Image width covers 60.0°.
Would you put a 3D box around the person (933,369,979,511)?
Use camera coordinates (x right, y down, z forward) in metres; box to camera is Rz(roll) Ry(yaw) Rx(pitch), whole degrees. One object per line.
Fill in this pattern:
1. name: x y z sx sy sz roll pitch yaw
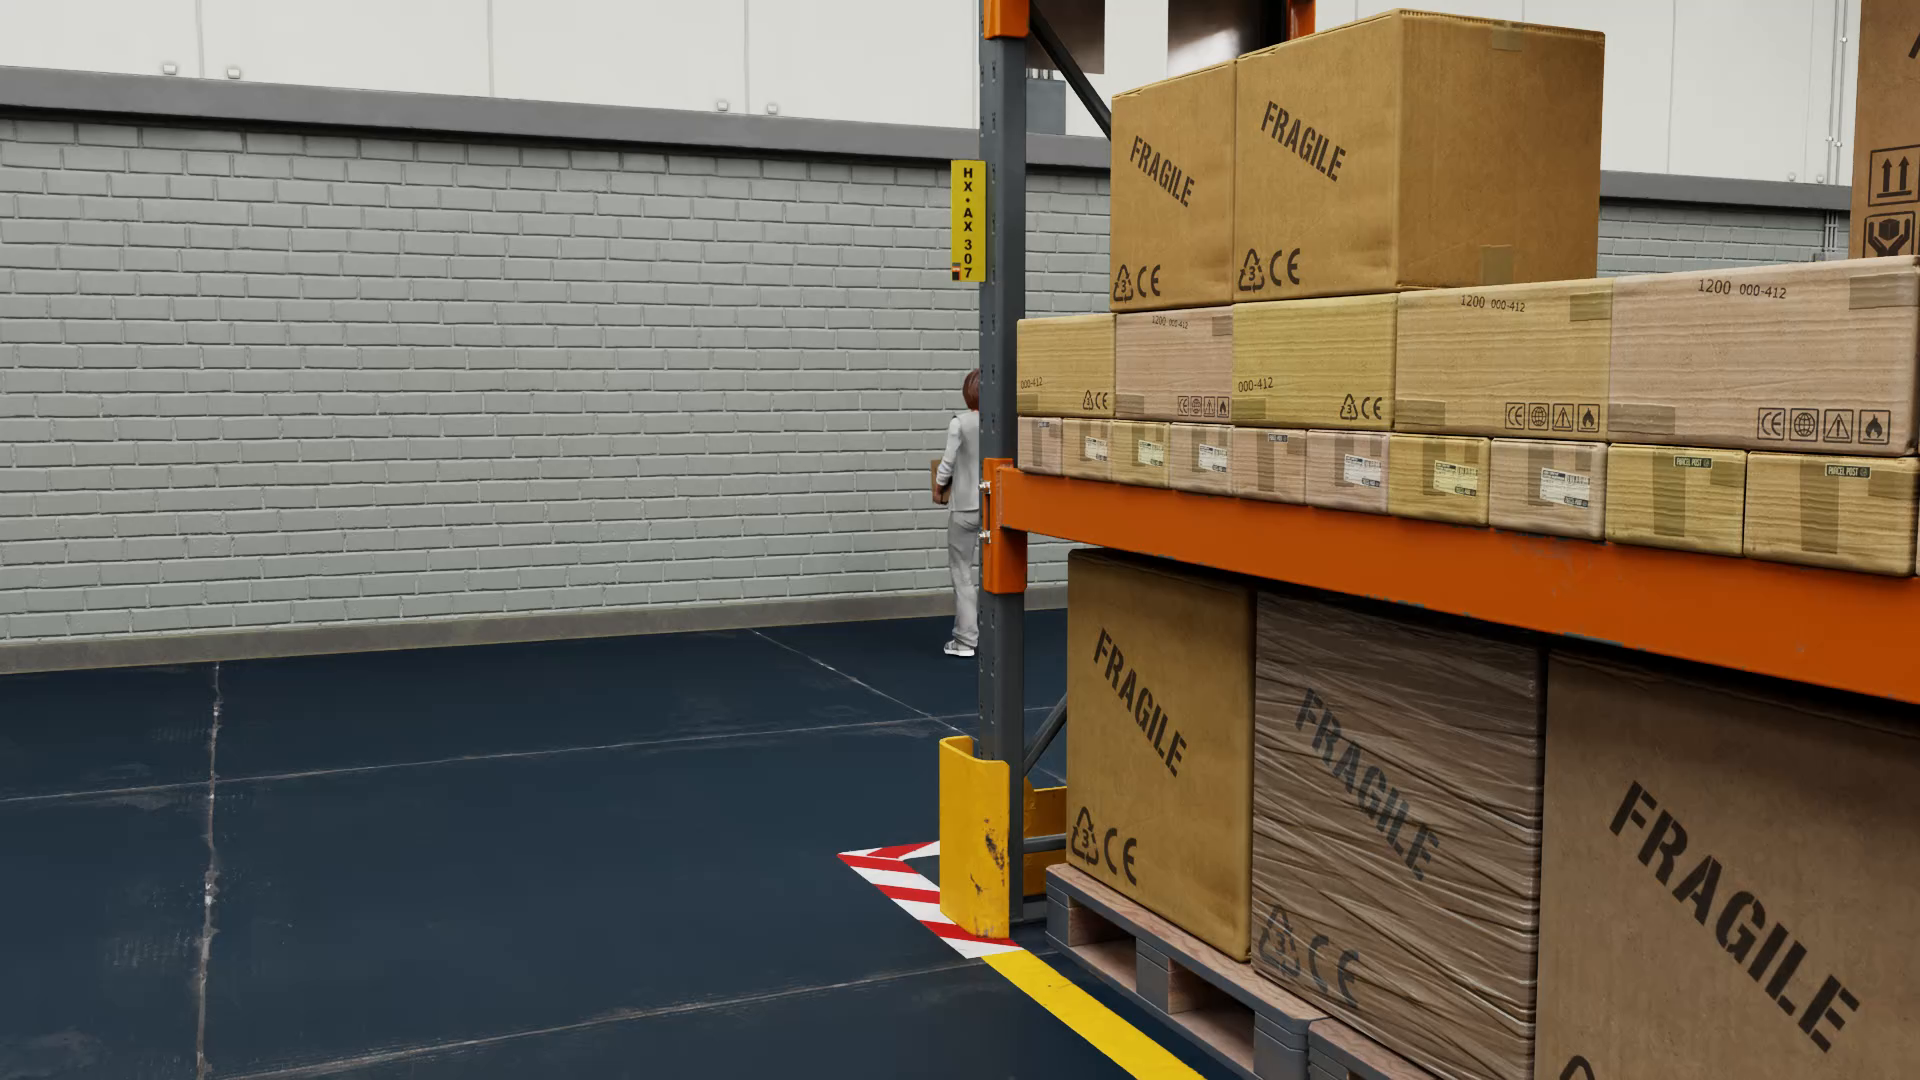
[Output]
1. person: 0.064 -0.555 9.266 0.412 0.790 0.488 -2 6 -24
